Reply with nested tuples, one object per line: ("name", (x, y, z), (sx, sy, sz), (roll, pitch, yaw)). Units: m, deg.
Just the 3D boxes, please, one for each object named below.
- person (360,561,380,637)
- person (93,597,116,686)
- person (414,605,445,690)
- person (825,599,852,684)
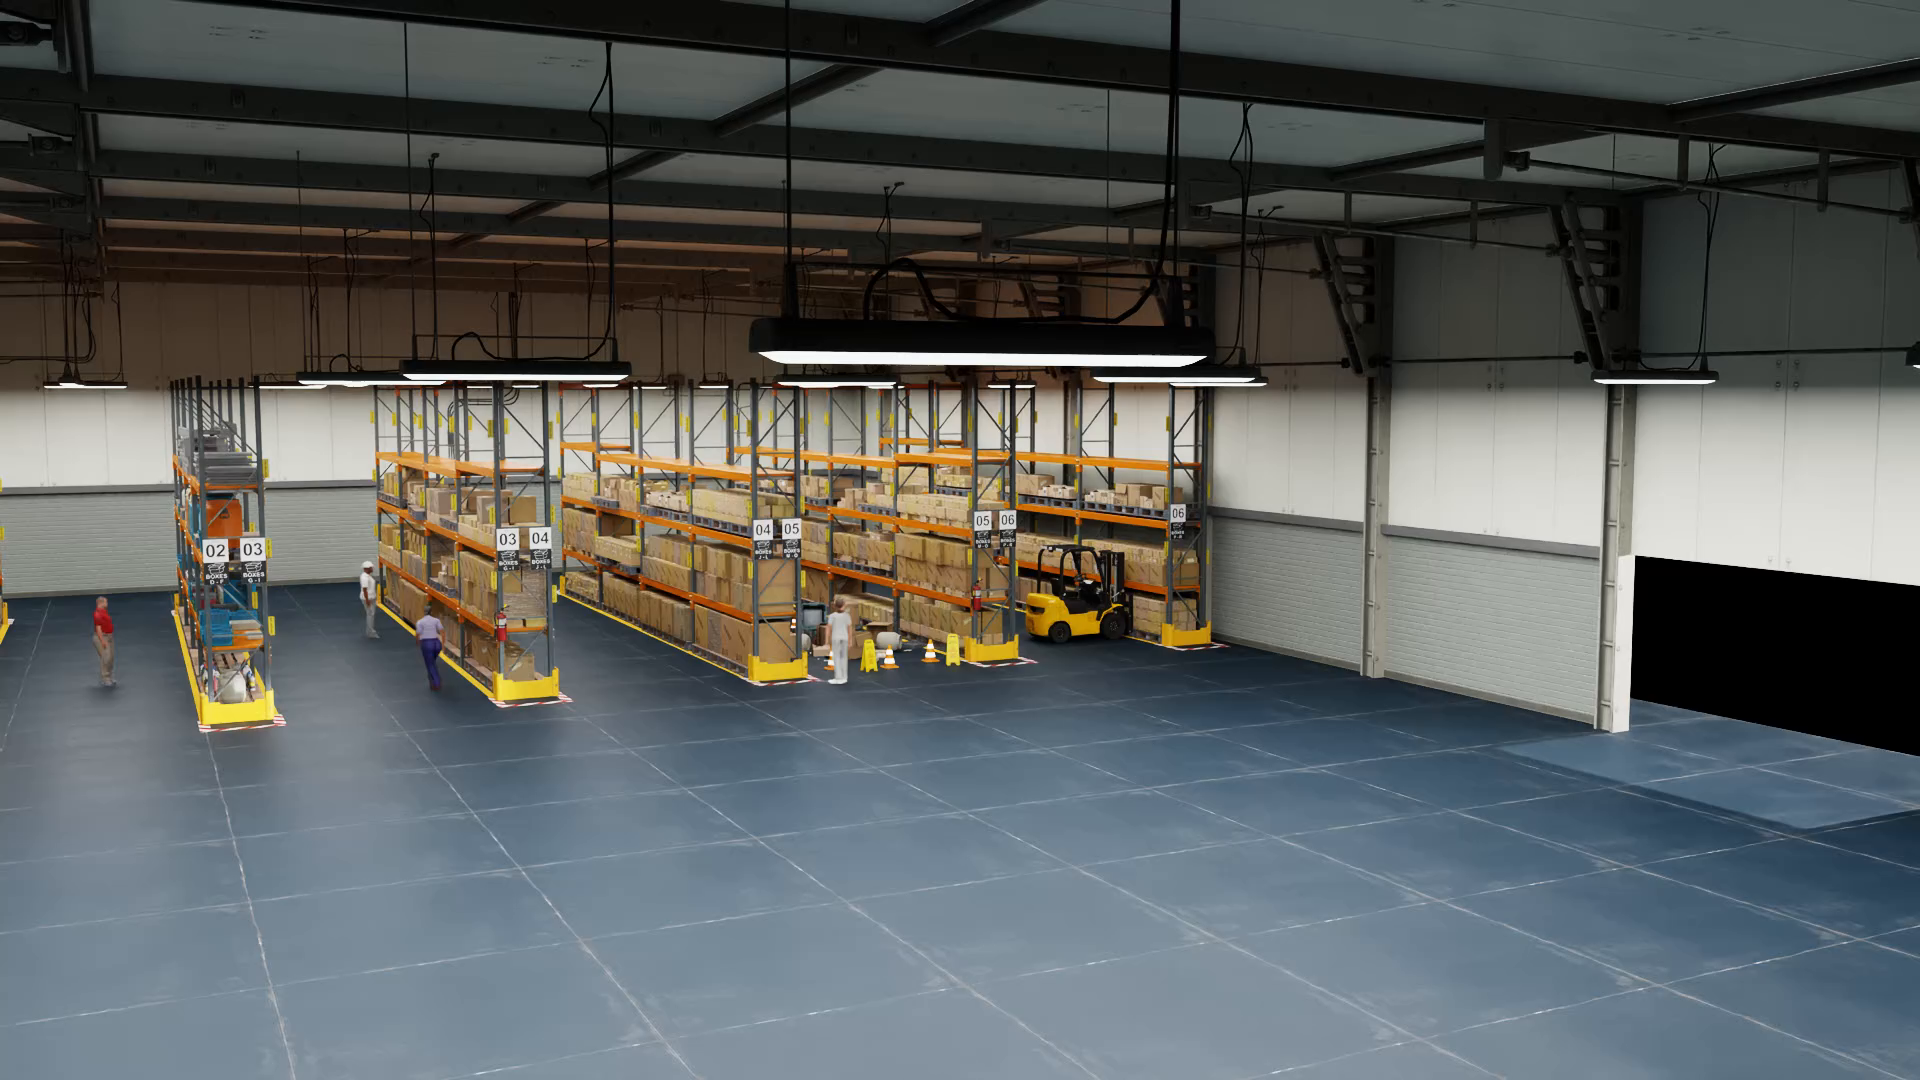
("person", (-13.812, 1.400, 39.063), (0.577, 1.803, 0.573), (1, 5, 7))
("person", (-16.770, 2.006, 32.673), (0.486, 1.798, 0.541), (0, 5, 1))
("person", (-10.252, 2.115, 32.027), (0.649, 1.716, 0.449), (3, 6, 28))
("person", (-2.374, 1.998, 32.639), (0.525, 1.703, 0.397), (-2, 5, -17))
